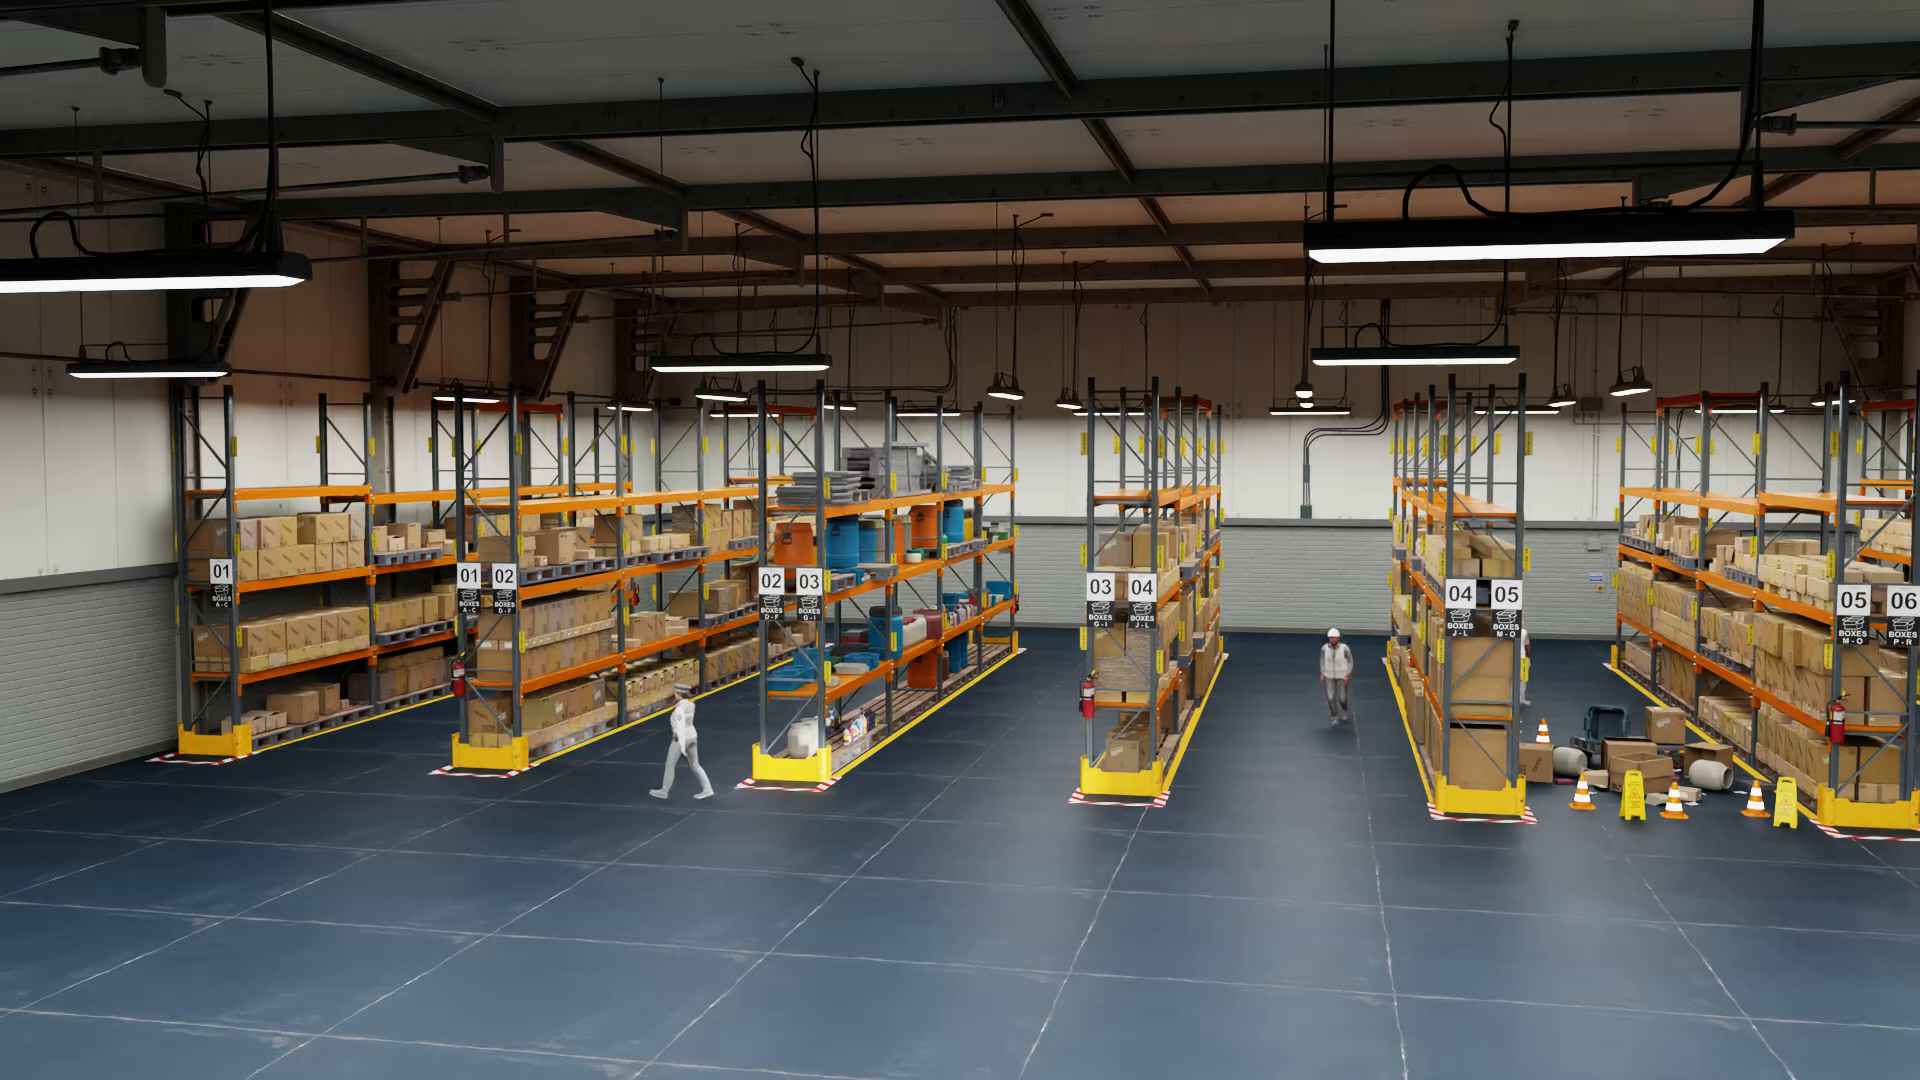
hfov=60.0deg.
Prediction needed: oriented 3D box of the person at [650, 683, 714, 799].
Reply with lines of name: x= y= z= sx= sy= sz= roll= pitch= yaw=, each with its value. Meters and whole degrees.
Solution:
person: x=-3.945 y=2.859 z=23.645 sx=0.858 sy=1.639 sz=0.500 roll=2 pitch=4 yaw=27

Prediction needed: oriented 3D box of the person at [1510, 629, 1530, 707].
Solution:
person: x=10.685 y=2.315 z=32.037 sx=0.583 sy=1.757 sz=0.553 roll=1 pitch=3 yaw=11

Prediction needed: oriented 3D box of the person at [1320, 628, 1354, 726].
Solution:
person: x=6.810 y=2.453 z=30.017 sx=0.600 sy=1.754 sz=0.660 roll=1 pitch=3 yaw=23
